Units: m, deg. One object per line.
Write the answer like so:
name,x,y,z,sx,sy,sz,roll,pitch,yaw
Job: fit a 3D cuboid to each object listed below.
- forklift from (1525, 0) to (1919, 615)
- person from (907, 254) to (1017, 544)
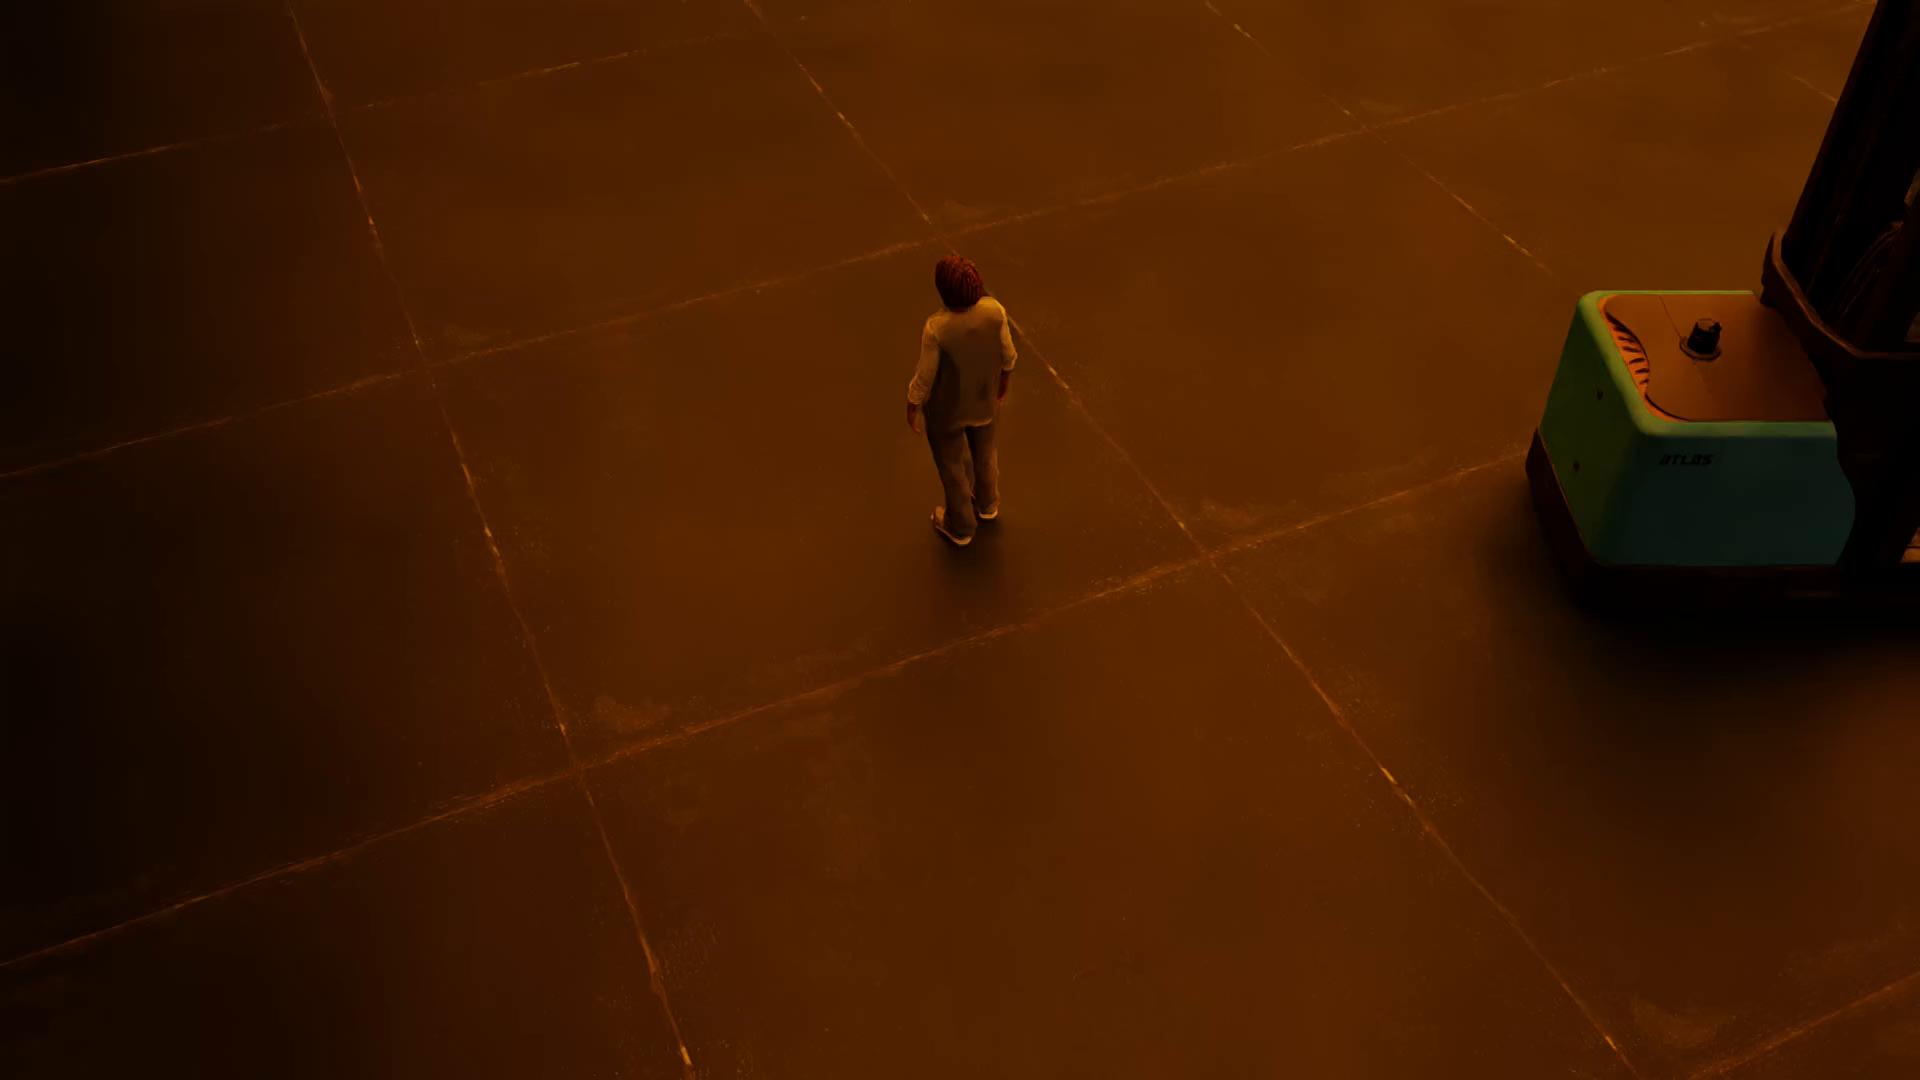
forklift,4.269,-1.084,6.841,3.031,2.935,1.130,0,43,0
person,-0.018,-0.639,7.332,0.521,1.597,0.474,-18,46,-18
